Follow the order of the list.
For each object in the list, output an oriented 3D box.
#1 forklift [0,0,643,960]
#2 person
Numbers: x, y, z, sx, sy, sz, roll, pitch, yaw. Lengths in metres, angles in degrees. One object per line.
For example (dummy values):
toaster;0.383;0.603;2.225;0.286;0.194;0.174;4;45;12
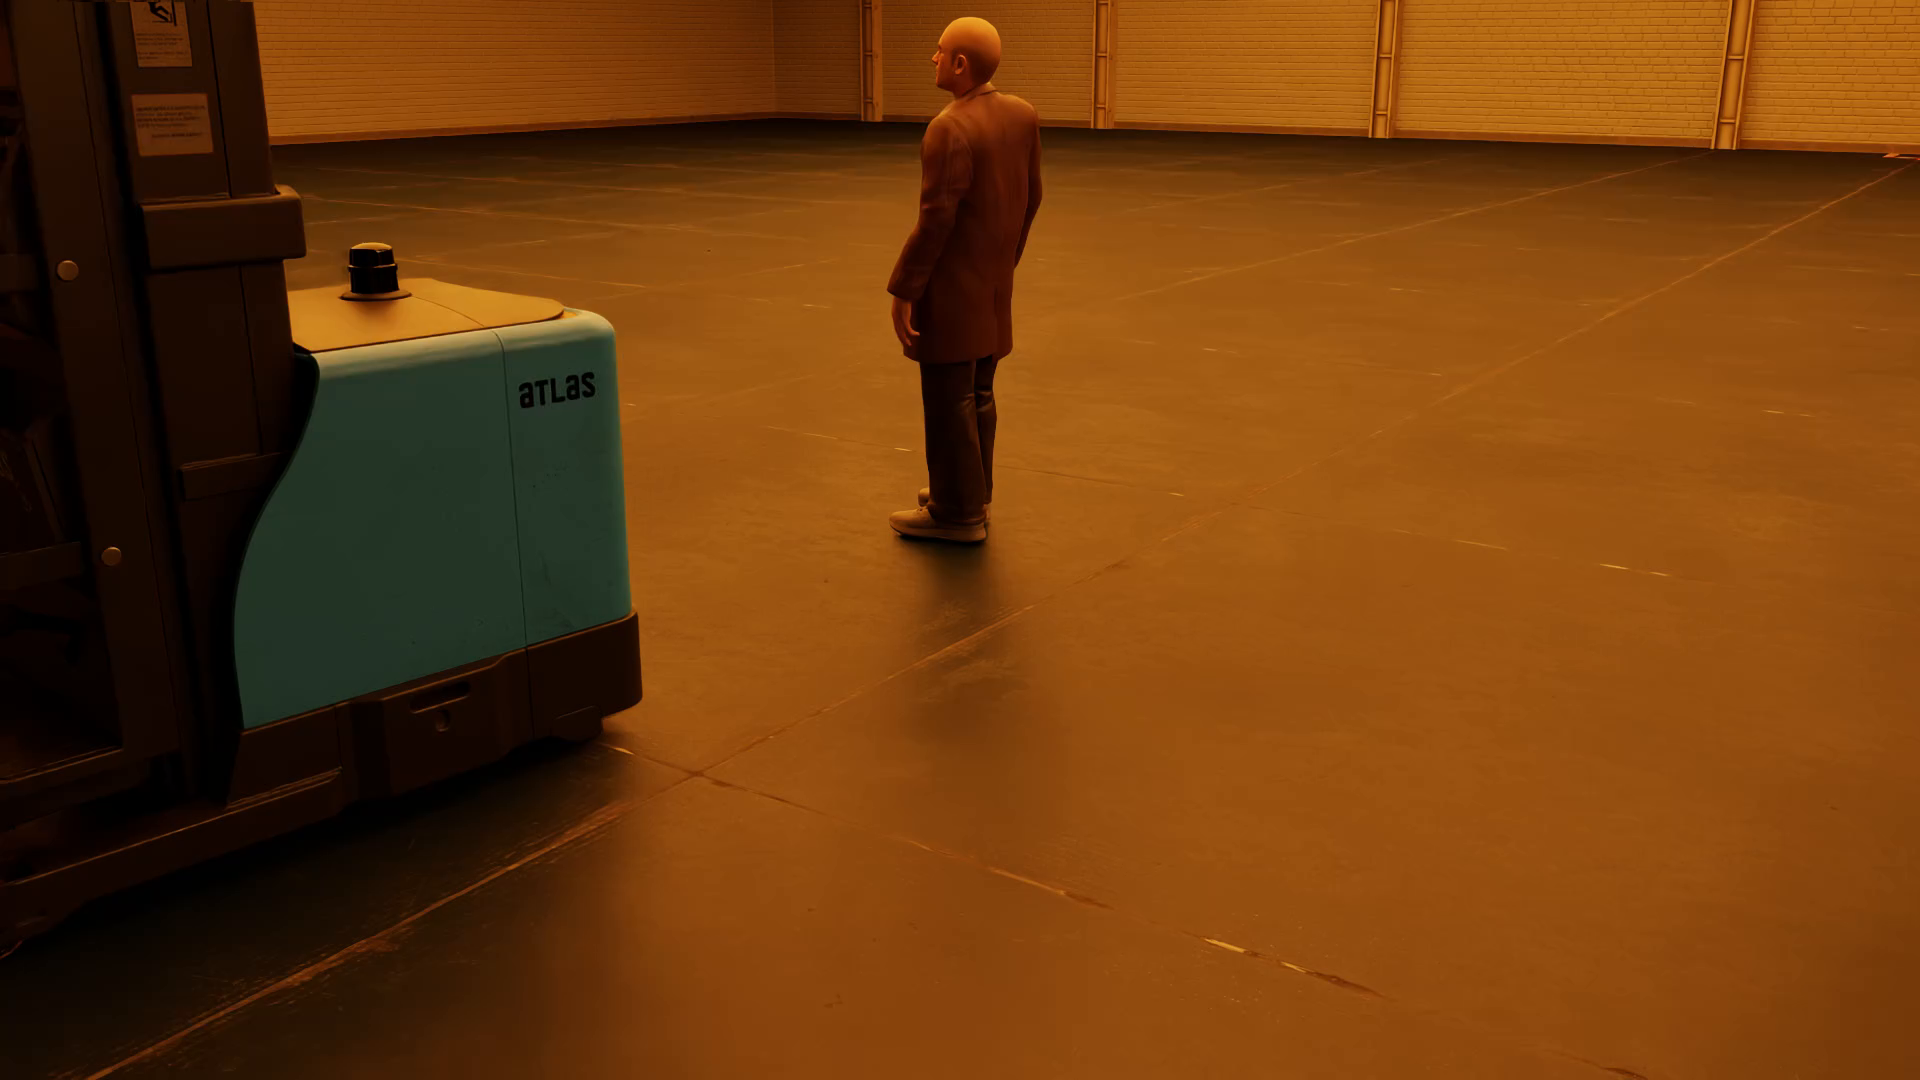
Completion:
forklift;-2.197;-0.709;3.202;1.130;2.935;3.031;15;22;41
person;-0.072;-0.874;5.745;0.582;1.775;0.694;11;20;33
